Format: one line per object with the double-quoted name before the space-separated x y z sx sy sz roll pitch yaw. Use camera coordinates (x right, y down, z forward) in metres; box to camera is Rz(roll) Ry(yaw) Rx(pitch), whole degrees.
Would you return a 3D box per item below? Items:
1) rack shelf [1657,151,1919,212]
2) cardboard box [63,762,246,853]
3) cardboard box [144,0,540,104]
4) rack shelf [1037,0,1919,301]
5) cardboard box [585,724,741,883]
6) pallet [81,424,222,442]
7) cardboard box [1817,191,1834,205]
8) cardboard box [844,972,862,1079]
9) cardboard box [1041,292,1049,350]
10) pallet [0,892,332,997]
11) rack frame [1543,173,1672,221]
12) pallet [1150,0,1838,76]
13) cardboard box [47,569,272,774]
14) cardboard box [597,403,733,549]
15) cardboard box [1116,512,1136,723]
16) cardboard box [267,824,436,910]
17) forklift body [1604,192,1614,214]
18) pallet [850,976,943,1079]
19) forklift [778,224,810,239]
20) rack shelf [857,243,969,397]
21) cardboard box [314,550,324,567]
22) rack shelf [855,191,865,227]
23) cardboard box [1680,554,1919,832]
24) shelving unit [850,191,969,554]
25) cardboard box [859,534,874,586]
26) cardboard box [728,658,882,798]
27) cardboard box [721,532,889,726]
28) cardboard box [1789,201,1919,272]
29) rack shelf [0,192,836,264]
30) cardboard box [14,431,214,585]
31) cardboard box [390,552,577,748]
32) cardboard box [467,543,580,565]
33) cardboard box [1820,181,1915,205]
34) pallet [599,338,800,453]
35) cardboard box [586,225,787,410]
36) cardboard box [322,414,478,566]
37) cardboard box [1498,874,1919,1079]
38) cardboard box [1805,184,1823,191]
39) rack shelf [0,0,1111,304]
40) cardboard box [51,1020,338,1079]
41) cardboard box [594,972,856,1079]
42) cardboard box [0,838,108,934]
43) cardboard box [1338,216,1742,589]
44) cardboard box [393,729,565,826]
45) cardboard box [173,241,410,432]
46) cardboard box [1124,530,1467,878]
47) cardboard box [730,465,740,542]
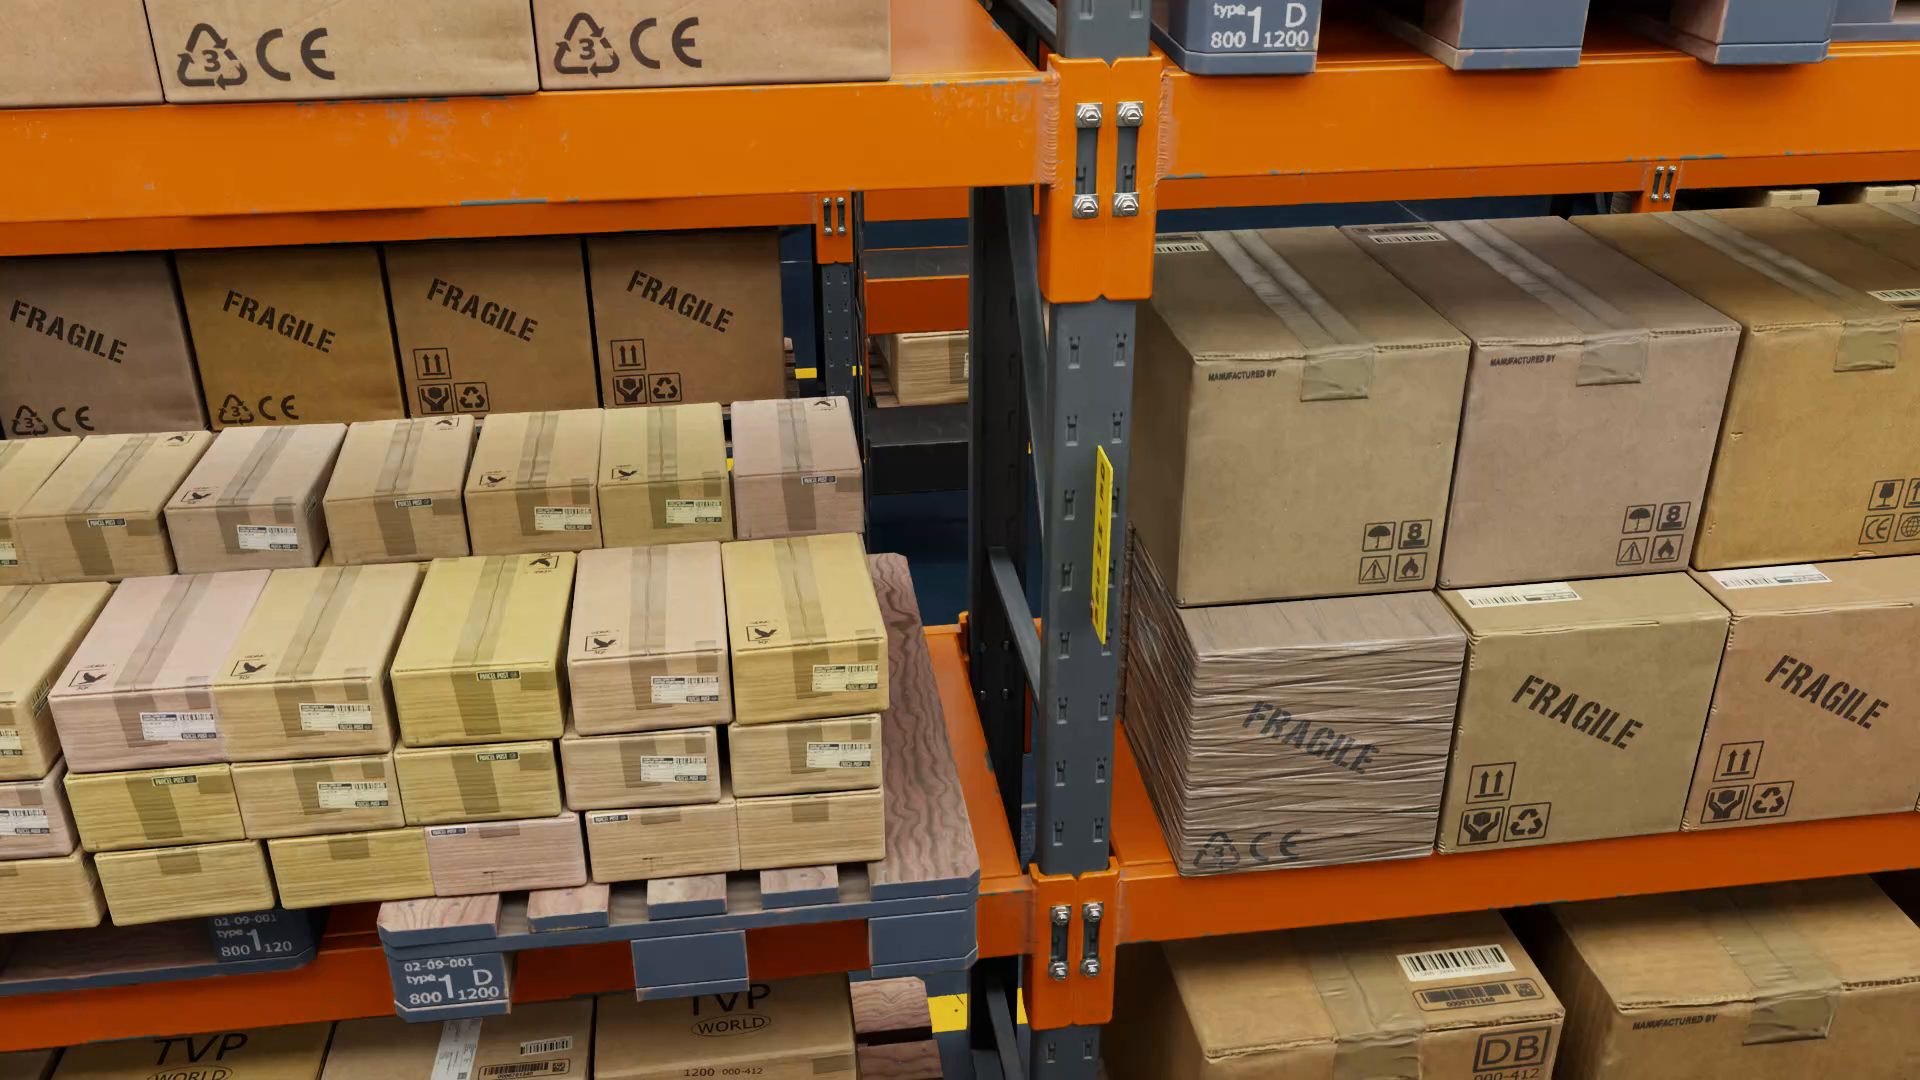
"rack shelf" 5.301 -2.048 8.743 4.000 0.370 1.077 -4 27 -7
"cardboard box" -1.295 0.341 2.789 0.250 0.149 0.380 -4 27 -7
"cardboard box" -0.874 -0.945 2.411 0.500 0.500 0.500 -4 27 -7
"rack shelf" 2.130 -0.897 3.214 4.000 0.370 1.077 -4 27 -7
"cardboard box" -0.521 0.424 2.953 0.250 0.149 0.380 -4 27 -7
"pallet" -3.848 -0.574 8.138 1.213 0.211 1.003 -4 27 -7
"cardboard box" 4.471 -1.493 8.604 0.500 0.500 0.500 -3 27 -5
"cardboard box" -0.466 1.330 3.650 0.500 0.500 0.500 -4 27 -7
"cardboard box" 0.650 -1.086 8.499 0.625 0.372 0.950 -4 27 -8
"pallet" -1.805 0.475 3.249 1.213 0.211 1.003 -4 27 -7
"rack frame" 3.321 -2.241 8.331 0.127 3.000 1.000 -4 27 -7
"pallet" 0.780 -1.070 2.972 1.003 0.211 1.213 -2 27 -5
"cardboard box" -1.284 0.207 2.725 0.250 0.149 0.380 -4 27 -7
"cardboard box" -0.601 -0.135 3.390 0.250 0.149 0.380 -4 27 -9
"cardboard box" 0.558 0.050 3.756 0.500 0.500 0.500 -4 27 -7
"cardboard box" -1.023 0.455 2.893 0.250 0.149 0.380 -4 27 -8
"forklift body" 4.963 -3.416 11.551 1.214 2.155 2.313 -4 27 -7
"pallet" -0.625 1.535 4.028 1.213 0.211 1.003 -4 27 -7
"forklift" -1.931 -2.843 9.581 1.130 2.935 3.031 18 32 31
"rack shelf" -0.164 -0.912 6.756 0.480 0.518 0.431 -4 27 -7
"cardboard box" -1.386 0.046 3.364 0.250 0.149 0.380 -4 27 -7
"rack shelf" -0.164 -1.534 6.437 0.480 0.518 0.431 -4 27 -7
"cardboard box" 1.634 0.229 3.409 0.500 0.500 0.500 -4 27 -7
"shelving unit" -0.164 -0.924 6.750 0.503 2.100 0.431 -4 27 -7
"cardboard box" -0.322 0.107 3.571 0.250 0.149 0.380 -4 27 -8
"cardboard box" -0.276 0.275 2.918 0.250 0.149 0.380 -3 27 -6
"cardboard box" -0.272 0.144 2.848 0.250 0.149 0.380 -5 28 -9
"cardboard box" 2.110 -0.367 3.476 0.500 0.500 0.700 -4 27 -8
"rack shelf" -2.621 -1.539 7.752 4.000 0.370 1.077 -4 27 -7
"cardboard box" -1.636 -0.069 3.262 0.250 0.149 0.380 -3 27 -6
"cardboard box" -0.780 0.175 2.786 0.250 0.149 0.380 -3 27 -6
"cardboard box" -0.889 0.014 3.426 0.250 0.149 0.380 -5 28 -9
"cardboard box" 4.583 -1.756 8.407 0.250 0.149 0.380 -3 27 -5
"pallet" -1.431 -0.730 8.441 1.213 0.211 1.003 -4 27 -7
"cardboard box" -1.336 -1.221 8.212 0.875 0.875 0.875 -4 27 -8
"cardboard box" -1.107 -0.104 3.331 0.250 0.149 0.380 -5 28 -9
"cardboard box" 1.630 1.004 4.012 0.750 0.750 1.050 -3 27 -6
"cardboard box" 4.373 -1.730 9.066 0.500 0.500 0.500 -3 27 -6
"rack shelf" -1.831 -0.642 2.718 4.000 0.370 1.077 -4 27 -7
"cardboard box" -1.495 1.061 3.353 0.500 0.250 0.500 -3 27 -6
"cardboard box" -0.491 0.999 3.475 0.500 0.250 0.500 -4 27 -8
"cardboard box" -1.546 0.488 2.828 0.250 0.149 0.380 -3 27 -6
"cardboard box" 1.096 -0.301 3.346 0.500 0.500 0.700 -4 27 -8
"cardboard box" -0.801 0.311 2.848 0.250 0.149 0.380 -3 27 -6
"cardboard box" -3.105 -1.110 7.995 0.875 0.875 0.875 -3 27 -6
"cardboard box" 0.632 0.294 3.282 0.500 0.500 0.500 -3 27 -7
"cardboard box" -0.357 -0.022 3.497 0.250 0.149 0.380 -2 27 -5
